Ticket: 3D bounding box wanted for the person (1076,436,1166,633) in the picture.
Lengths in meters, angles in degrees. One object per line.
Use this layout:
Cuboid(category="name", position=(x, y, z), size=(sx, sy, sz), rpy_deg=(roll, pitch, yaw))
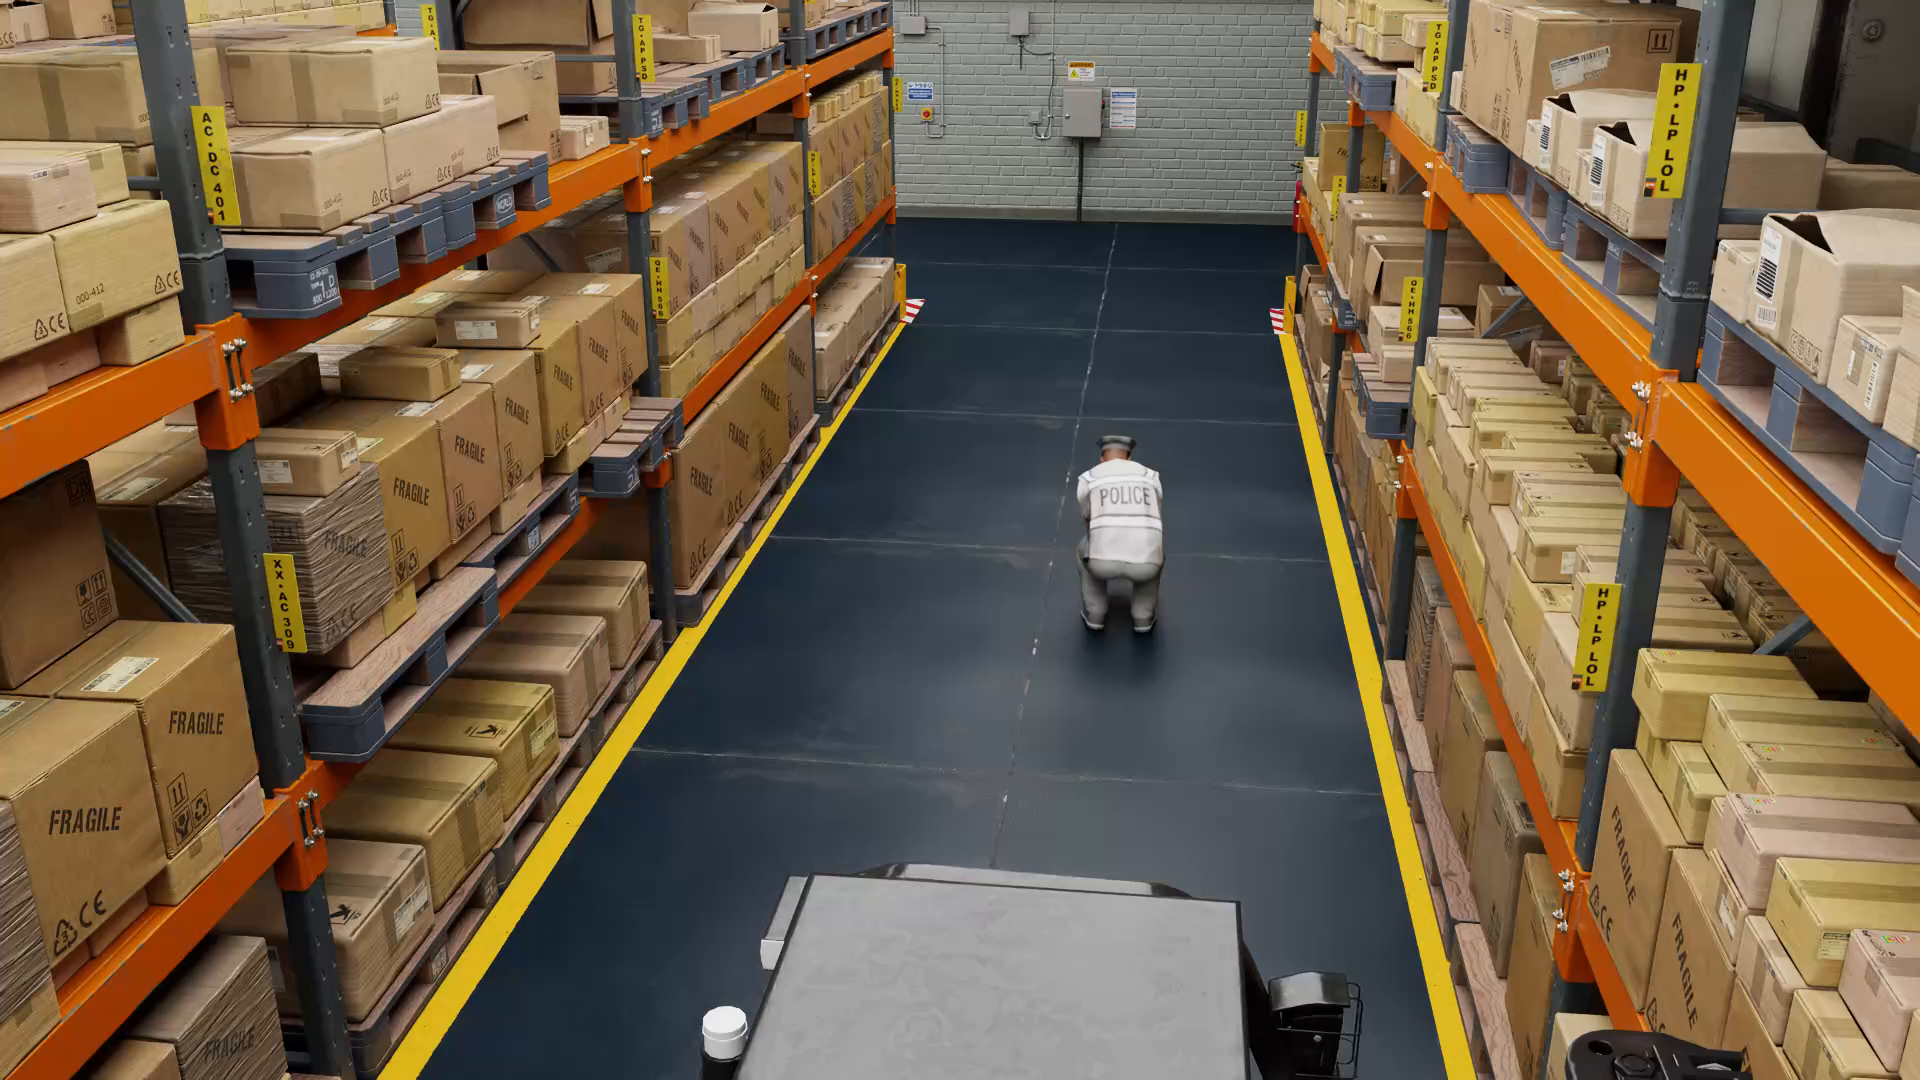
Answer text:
Cuboid(category="person", position=(0.941, -0.036, 9.701), size=(0.533, 1.025, 0.917), rpy_deg=(2, 21, 5))
